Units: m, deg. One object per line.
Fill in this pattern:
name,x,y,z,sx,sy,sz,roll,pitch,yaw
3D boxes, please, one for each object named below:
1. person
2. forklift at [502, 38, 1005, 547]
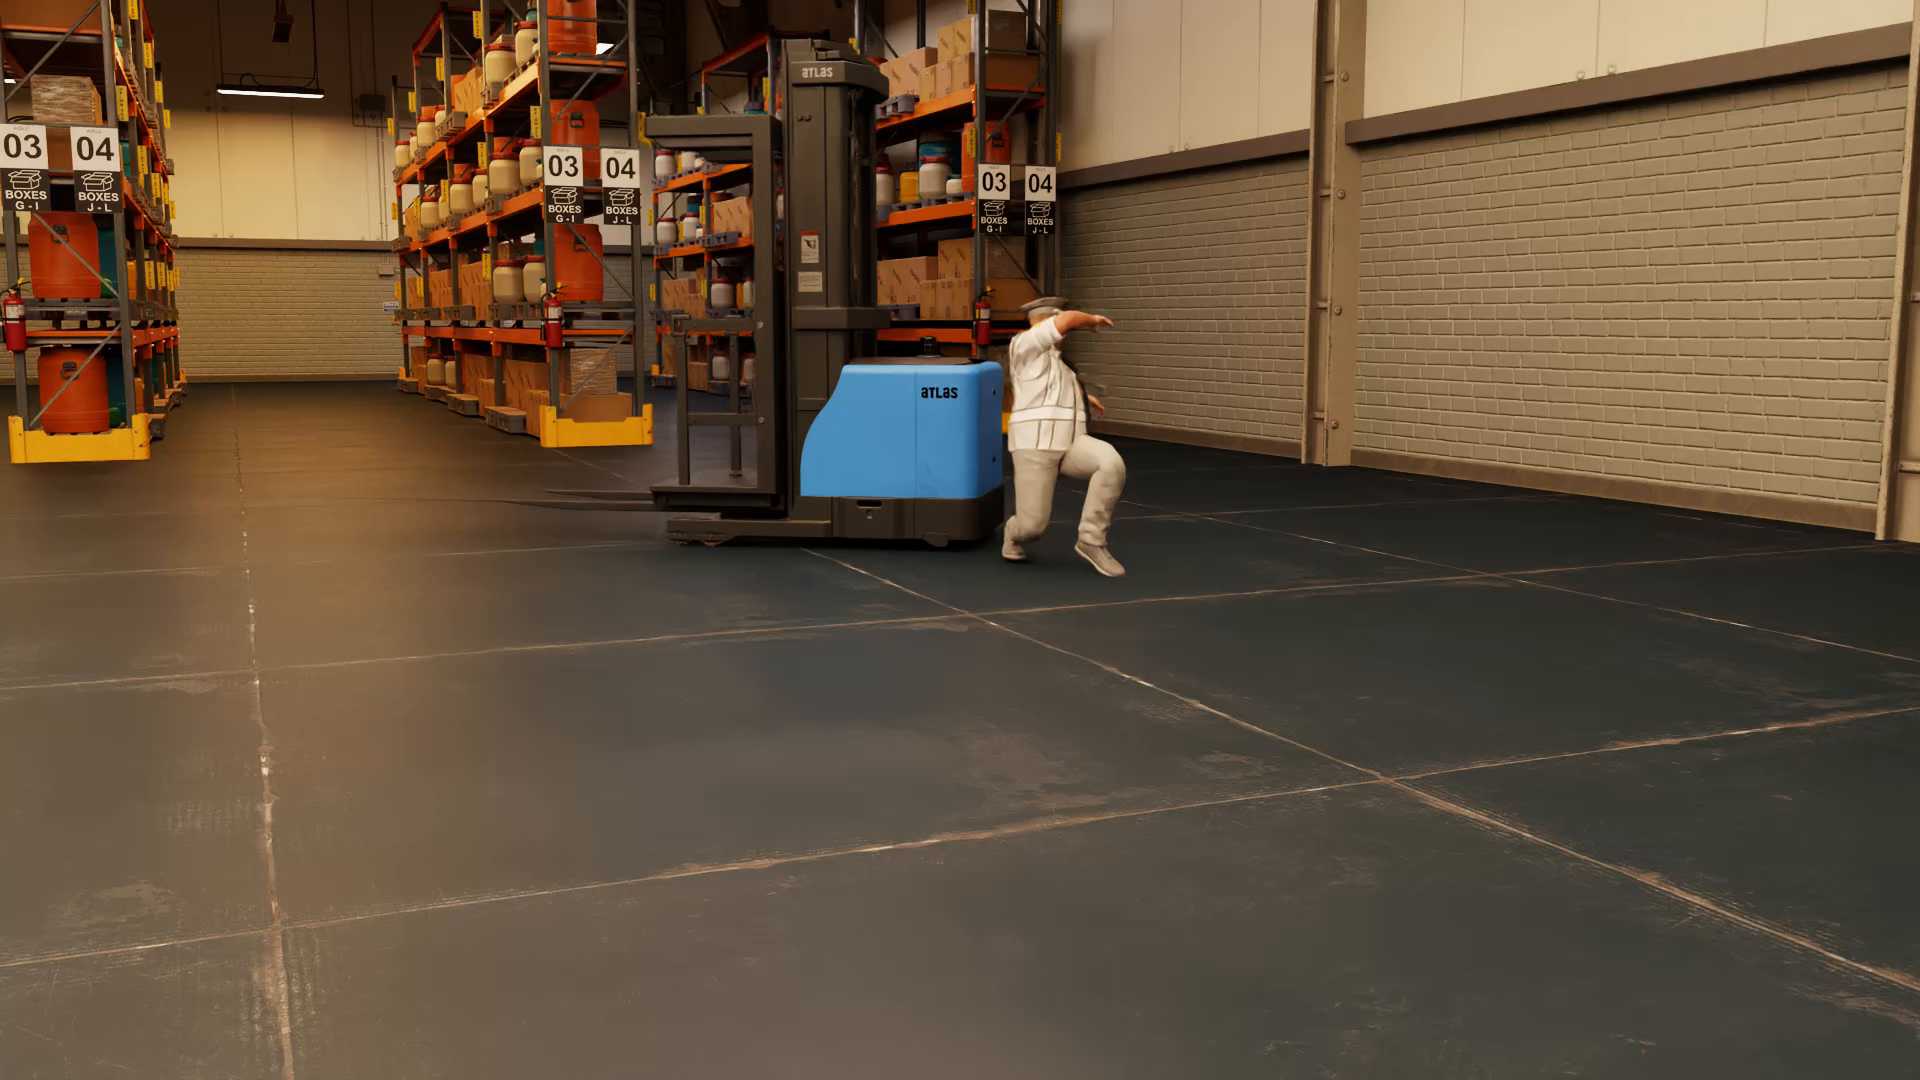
person,0.695,-0.582,9.082,0.984,1.472,0.957,-7,10,-41
forklift,-1.287,-1.480,10.169,3.031,2.935,1.130,1,8,10
